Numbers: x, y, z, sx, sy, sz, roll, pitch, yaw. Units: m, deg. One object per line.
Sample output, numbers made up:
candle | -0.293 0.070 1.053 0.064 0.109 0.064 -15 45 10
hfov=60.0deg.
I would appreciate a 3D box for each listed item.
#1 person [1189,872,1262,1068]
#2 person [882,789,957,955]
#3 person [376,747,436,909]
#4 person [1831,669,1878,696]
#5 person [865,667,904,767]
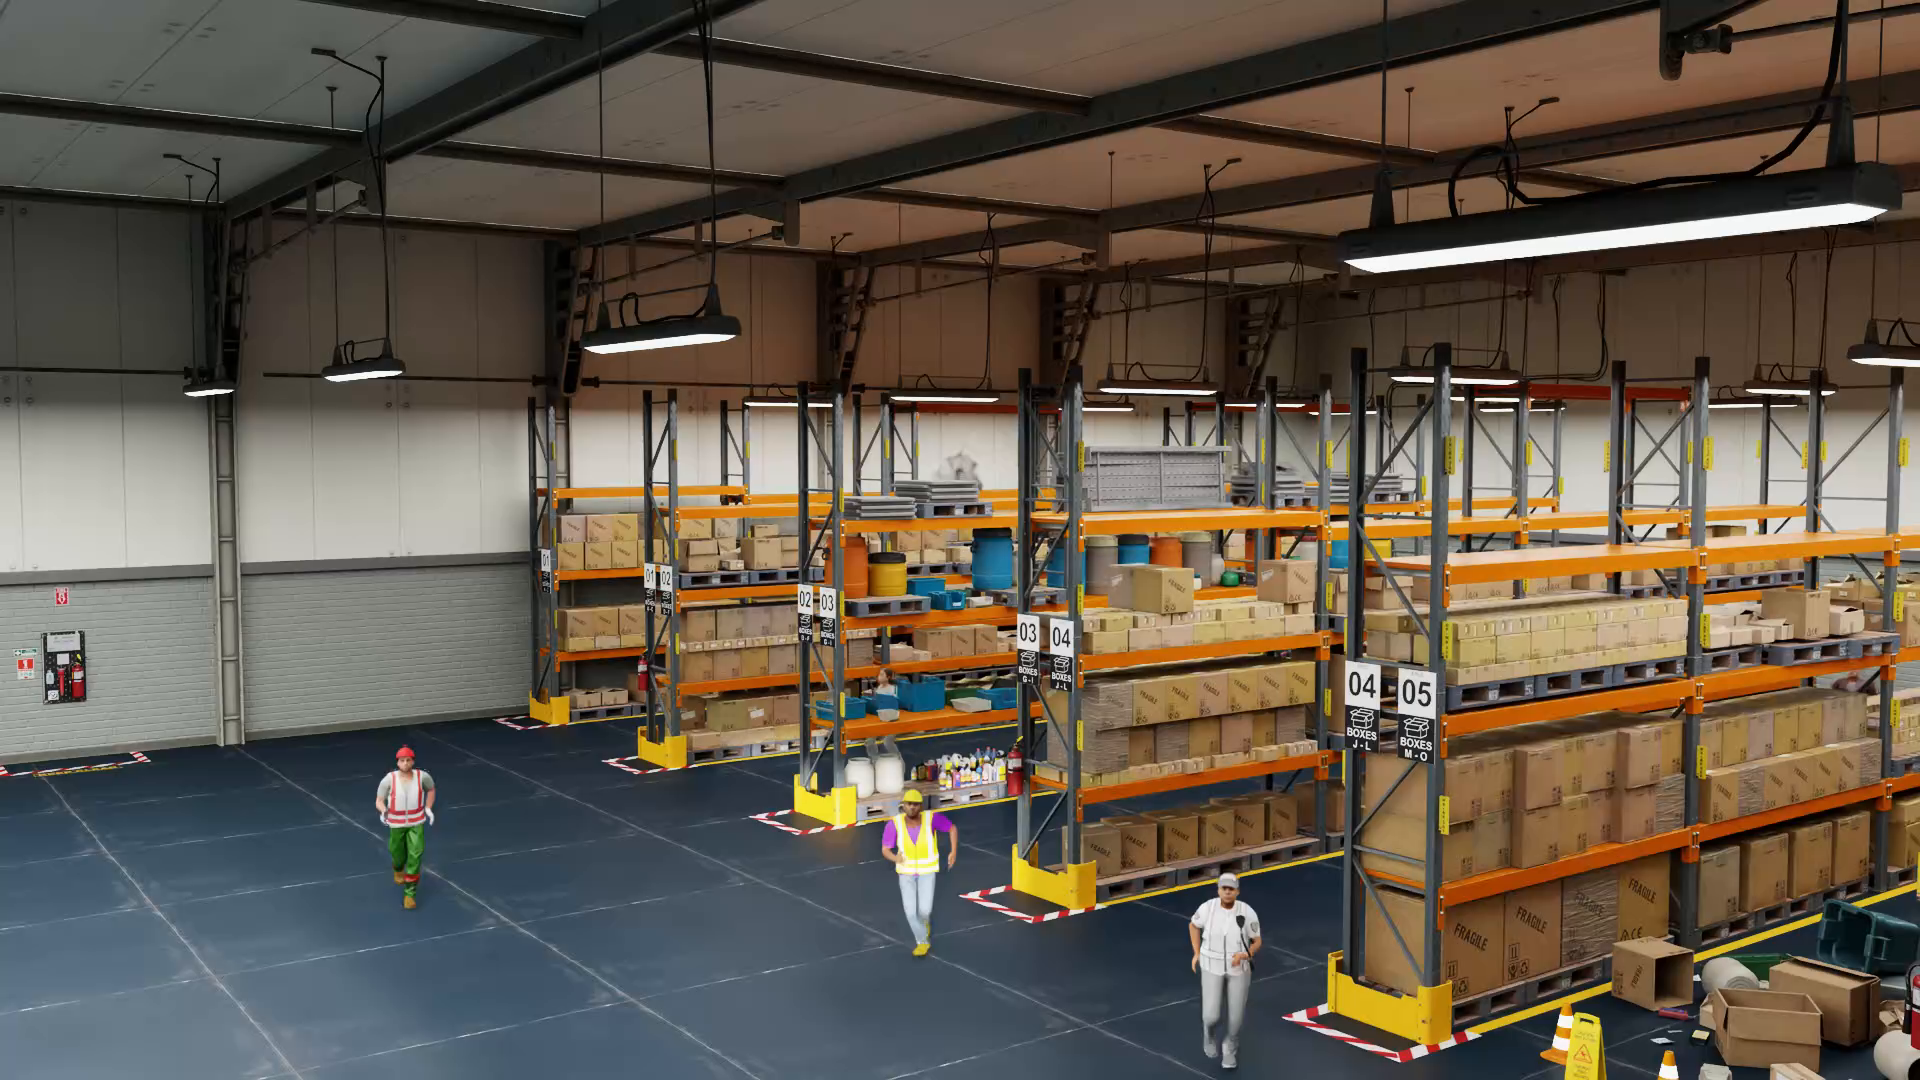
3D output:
person | 2.171 3.543 13.630 0.596 1.624 0.560 1 3 9
person | -0.410 3.326 16.564 0.748 1.709 0.660 0 3 3
person | -6.219 3.184 18.690 0.643 1.764 0.857 -1 4 -22
person | 13.904 2.776 25.913 0.724 1.740 0.683 3 4 41
person | -1.162 2.818 25.560 0.712 1.723 0.546 -3 5 -43
